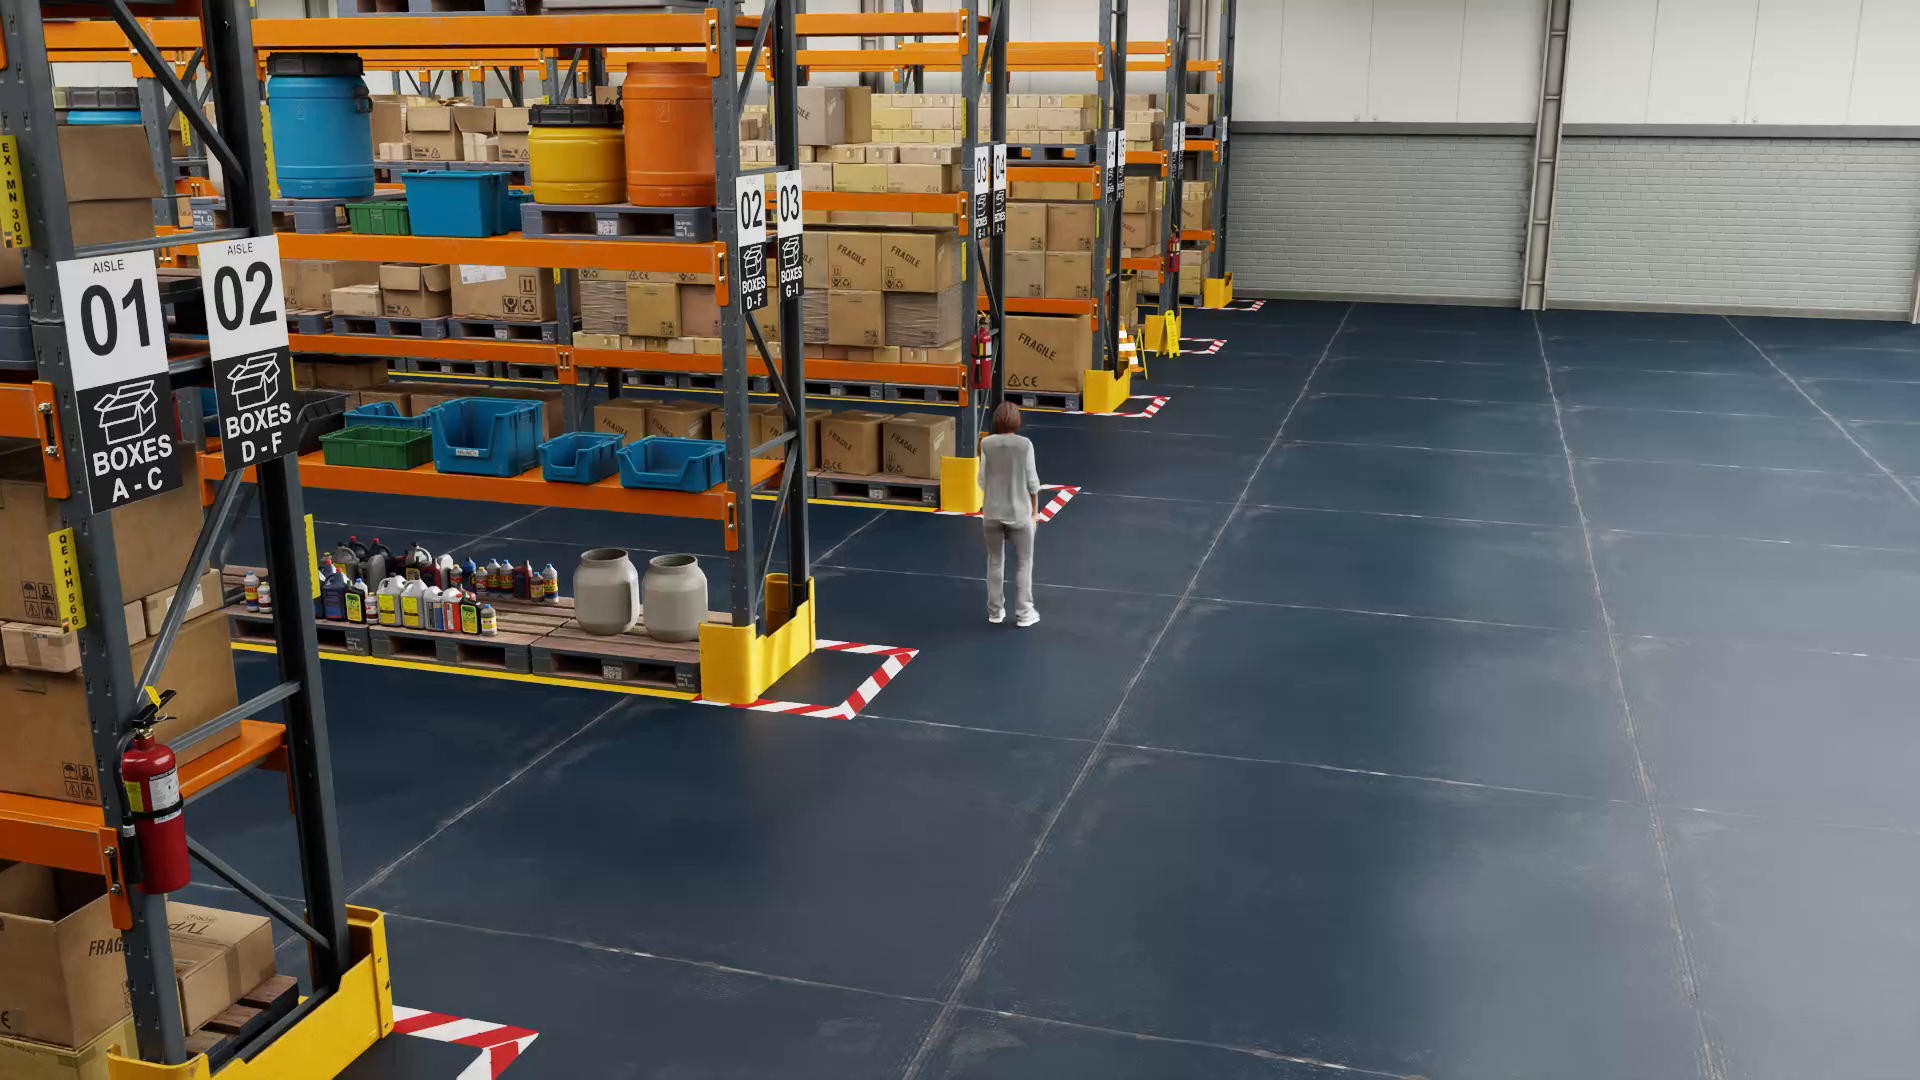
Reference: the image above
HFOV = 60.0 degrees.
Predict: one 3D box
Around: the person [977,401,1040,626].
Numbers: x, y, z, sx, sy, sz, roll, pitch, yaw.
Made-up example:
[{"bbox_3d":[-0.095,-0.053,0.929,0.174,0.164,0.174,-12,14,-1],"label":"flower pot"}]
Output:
[{"bbox_3d":[0.340,-0.184,11.698,0.445,1.602,0.371,4,16,15],"label":"person"}]
